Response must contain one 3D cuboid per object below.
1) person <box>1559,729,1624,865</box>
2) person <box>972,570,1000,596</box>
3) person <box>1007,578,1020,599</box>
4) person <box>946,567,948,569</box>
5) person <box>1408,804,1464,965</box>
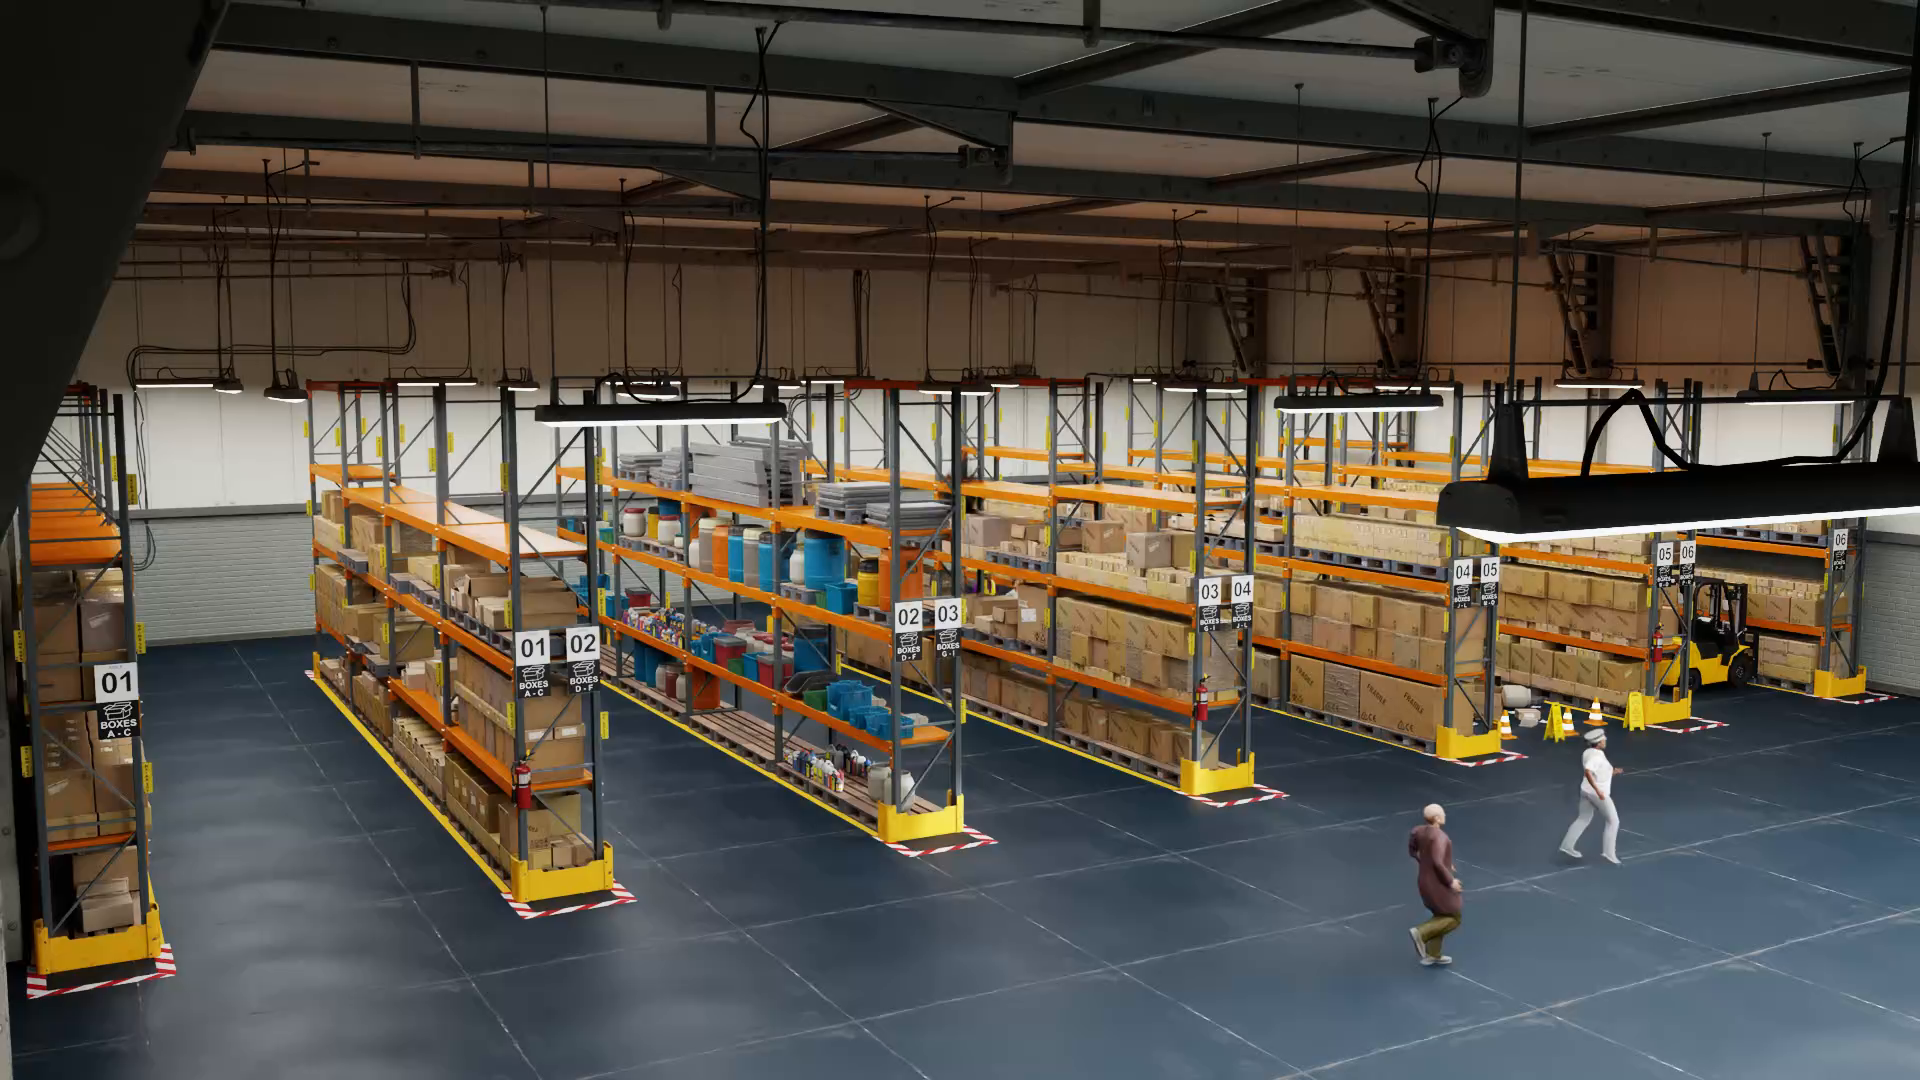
[{"bbox_3d":[8.019,3.258,21.040,0.777,1.751,0.547,-1,6,-7],"label":"person"},{"bbox_3d":[0.586,1.511,37.319,0.706,1.753,0.782,-3,7,-29],"label":"person"},{"bbox_3d":[1.226,1.615,36.115,0.578,1.601,0.954,-3,7,-29],"label":"person"},{"bbox_3d":[-0.399,1.431,38.825,0.671,1.588,0.629,-3,7,-23],"label":"person"},{"bbox_3d":[4.969,3.621,17.461,0.637,1.733,0.710,-2,6,-14],"label":"person"}]
